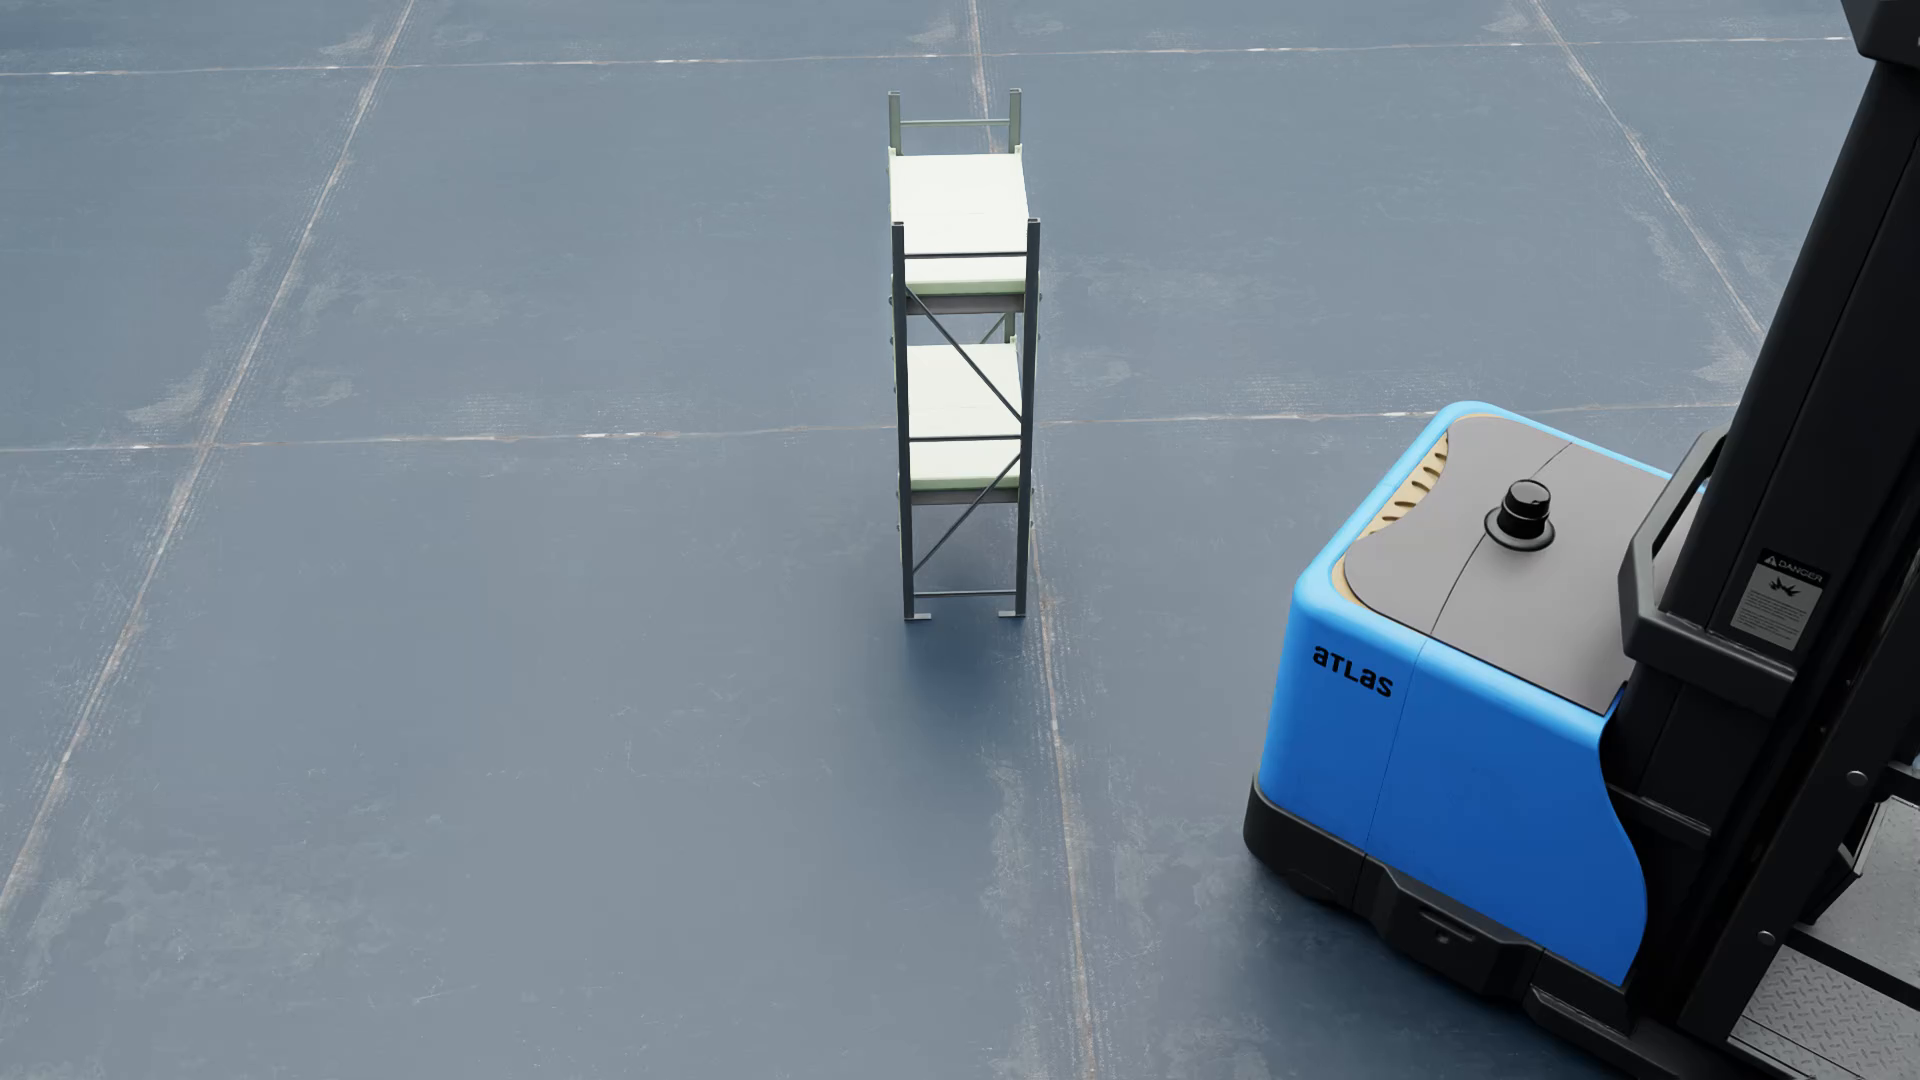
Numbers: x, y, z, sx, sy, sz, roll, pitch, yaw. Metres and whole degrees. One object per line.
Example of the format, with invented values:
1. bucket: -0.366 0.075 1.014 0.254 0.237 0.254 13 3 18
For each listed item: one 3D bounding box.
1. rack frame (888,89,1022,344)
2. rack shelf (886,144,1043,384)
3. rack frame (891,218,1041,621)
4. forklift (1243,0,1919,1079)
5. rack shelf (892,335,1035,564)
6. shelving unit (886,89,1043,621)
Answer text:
1. rack frame: -0.015 -0.795 5.508 0.400 1.500 0.023 -2 43 -2
2. rack shelf: 0.000 -0.836 4.975 0.431 0.370 0.720 -2 43 -2
3. rack frame: 0.016 -0.301 4.969 0.400 1.500 0.023 -2 43 -2
4. forklift: 2.292 0.154 3.413 3.031 2.935 1.130 26 49 26
5. rack shelf: 0.000 -0.308 5.459 0.431 0.370 0.720 -2 43 -2
6. shelving unit: 0.000 -0.548 5.238 0.431 1.500 0.755 -2 43 -2
